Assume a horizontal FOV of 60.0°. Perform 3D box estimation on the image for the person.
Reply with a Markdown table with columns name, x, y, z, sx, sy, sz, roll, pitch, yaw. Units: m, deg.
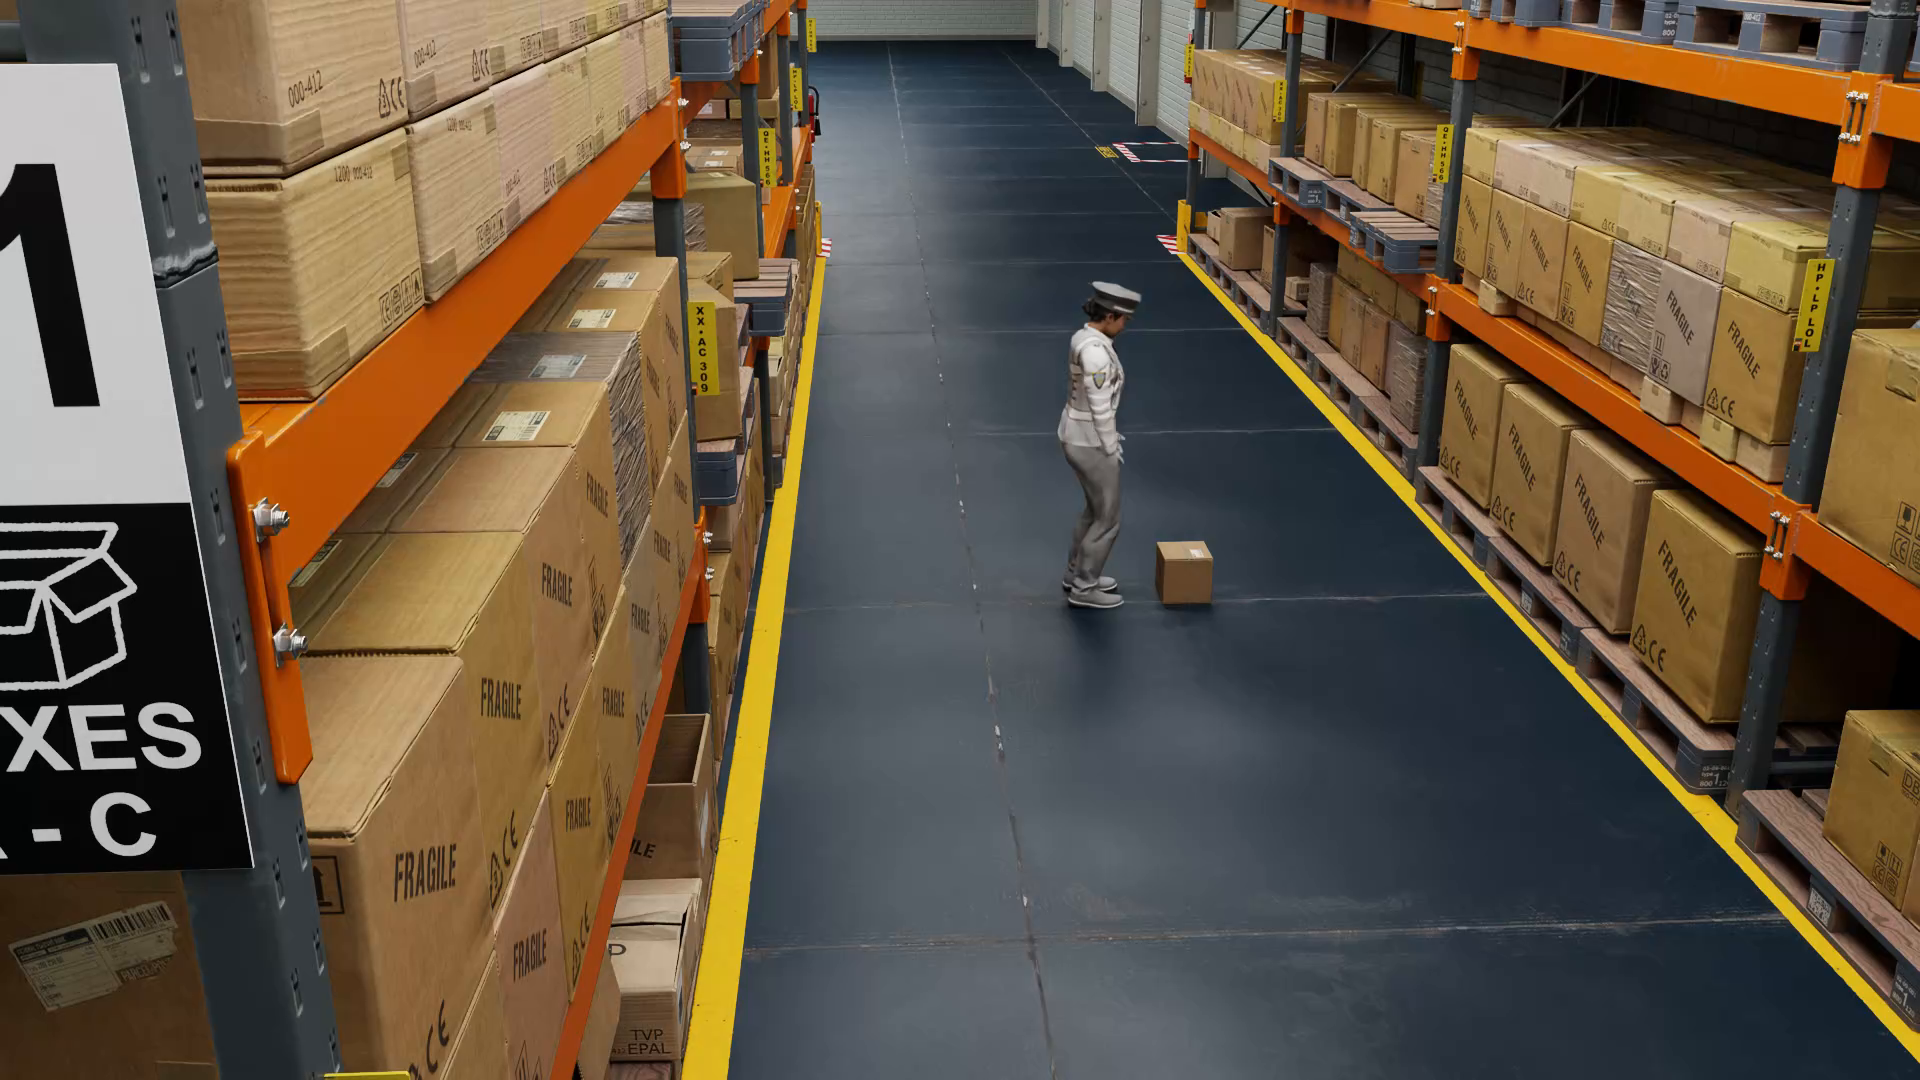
| name | x | y | z | sx | sy | sz | roll | pitch | yaw |
| --- | --- | --- | --- | --- | --- | --- | --- | --- | --- |
| person | 0.691 | -0.479 | 8.402 | 0.396 | 1.645 | 0.488 | -1 | 21 | -2 |
